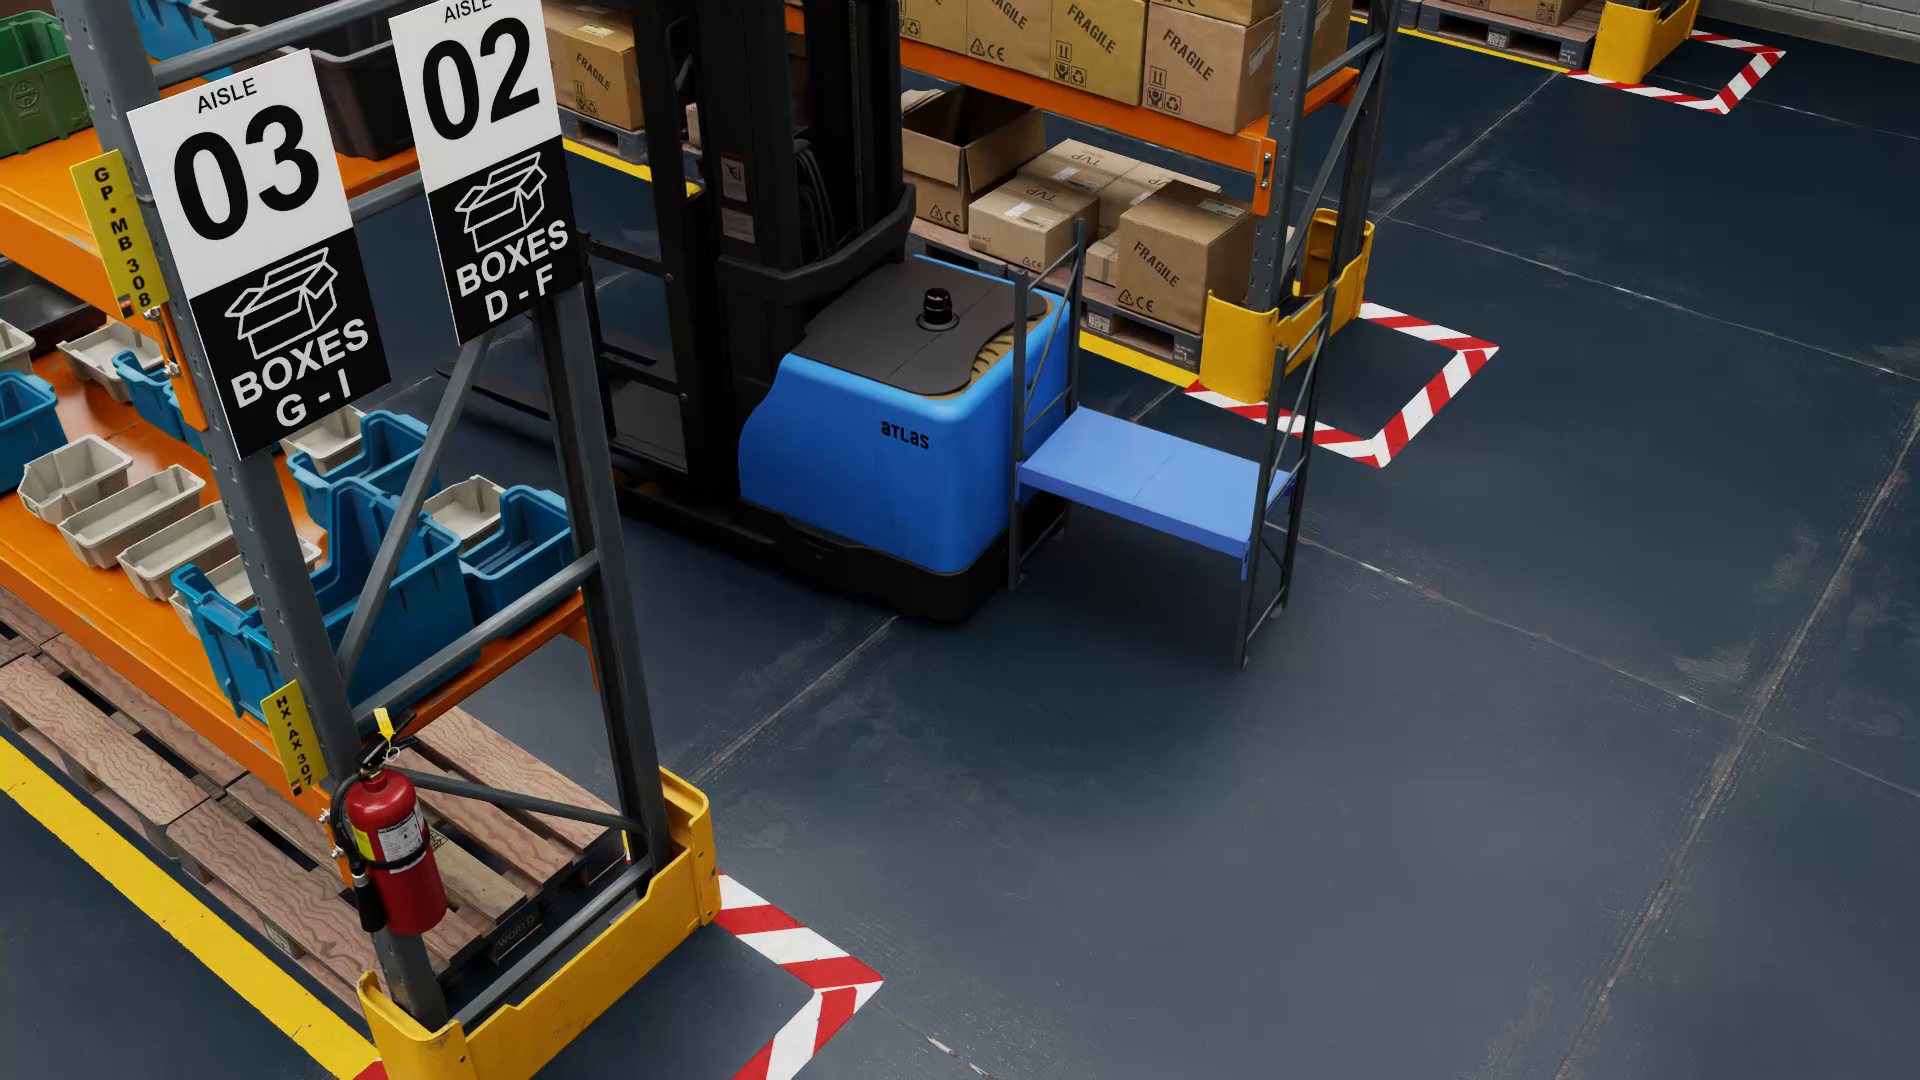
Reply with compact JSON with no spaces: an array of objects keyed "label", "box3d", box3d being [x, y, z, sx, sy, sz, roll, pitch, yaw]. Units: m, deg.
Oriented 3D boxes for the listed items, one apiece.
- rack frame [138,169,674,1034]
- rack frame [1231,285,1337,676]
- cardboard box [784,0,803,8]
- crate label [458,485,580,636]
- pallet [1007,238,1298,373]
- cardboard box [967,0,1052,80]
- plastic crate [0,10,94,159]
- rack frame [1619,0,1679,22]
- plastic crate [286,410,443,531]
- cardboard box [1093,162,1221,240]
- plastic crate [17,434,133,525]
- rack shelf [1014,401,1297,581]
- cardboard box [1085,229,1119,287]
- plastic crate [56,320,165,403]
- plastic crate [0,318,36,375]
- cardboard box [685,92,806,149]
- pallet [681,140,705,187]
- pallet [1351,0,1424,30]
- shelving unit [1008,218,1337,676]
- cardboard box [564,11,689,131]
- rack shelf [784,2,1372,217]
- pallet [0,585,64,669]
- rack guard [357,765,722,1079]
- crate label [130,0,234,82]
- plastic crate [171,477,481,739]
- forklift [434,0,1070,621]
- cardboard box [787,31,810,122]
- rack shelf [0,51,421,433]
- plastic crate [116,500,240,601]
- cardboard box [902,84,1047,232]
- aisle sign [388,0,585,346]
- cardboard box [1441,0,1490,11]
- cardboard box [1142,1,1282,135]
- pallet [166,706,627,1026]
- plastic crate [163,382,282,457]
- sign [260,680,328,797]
[{"label":"rack frame","box3d":[-1.302,0.276,4.464,0.127,3.000,1.000,25,45,29]},{"label":"rack frame","box3d":[1.215,-0.192,6.278,0.032,1.500,0.500,20,42,24]},{"label":"cardboard box","box3d":[-0.819,-3.171,8.786,0.500,0.500,0.500,26,45,29]},{"label":"crate label","box3d":[-1.298,0.065,4.821,0.303,0.233,0.416,25,45,29]},{"label":"pallet","box3d":[1.016,-1.377,8.837,1.213,0.211,1.003,25,45,29]},{"label":"cardboard box","box3d":[0.382,-2.604,8.062,0.500,0.500,0.500,26,45,29]},{"label":"plastic crate","box3d":[-2.259,-1.051,3.898,0.336,0.188,0.450,25,45,29]},{"label":"rack frame","box3d":[4.716,-4.575,10.660,0.127,3.000,1.000,25,45,29]},{"label":"plastic crate","box3d":[-1.821,-0.182,5.136,0.300,0.233,0.416,25,45,29]},{"label":"cardboard box","box3d":[1.053,-1.769,8.949,0.500,0.250,0.500,25,45,29]},{"label":"plastic crate","box3d":[-2.764,-0.170,5.200,0.250,0.136,0.298,25,45,29]},{"label":"rack shelf","box3d":[0.779,-0.211,6.594,1.000,0.185,0.538,20,42,24]},{"label":"cardboard box","box3d":[0.861,-1.485,8.654,0.250,0.166,0.380,25,45,29]},{"label":"plastic crate","box3d":[-2.914,-0.637,5.796,0.466,0.136,0.293,25,45,29]},{"label":"plastic crate","box3d":[-3.379,-0.537,5.550,0.530,0.282,0.437,25,45,29]},{"label":"cardboard box","box3d":[-1.265,-2.498,9.831,0.500,0.311,0.500,25,45,29]},{"label":"pallet","box3d":[-0.922,-2.290,10.004,1.213,0.211,1.003,25,45,29]},{"label":"pallet","box3d":[3.069,-4.195,12.438,1.213,0.211,1.003,25,45,29]},{"label":"shelving unit","box3d":[0.779,-0.352,6.483,1.048,1.500,0.538,20,42,24]},{"label":"cardboard box","box3d":[-2.033,-2.880,10.166,0.500,0.500,0.500,25,44,28]},{"label":"rack shelf","box3d":[0.121,-2.614,8.739,4.000,0.370,1.077,25,45,29]},{"label":"pallet","box3d":[-3.872,0.132,6.910,1.213,0.211,1.003,25,45,29]},{"label":"rack guard","box3d":[-1.275,1.263,5.232,0.348,0.500,1.175,25,45,29]},{"label":"crate label","box3d":[-1.839,-1.350,4.229,0.502,0.251,0.408,25,45,29]},{"label":"plastic crate","box3d":[-1.682,0.204,4.478,0.499,0.435,0.616,25,45,29]},{"label":"forklift","box3d":[-1.046,-1.501,6.790,3.031,2.935,1.130,20,42,24]},{"label":"cardboard box","box3d":[-0.842,-2.761,10.014,0.500,0.500,0.500,25,45,29]},{"label":"rack shelf","box3d":[-2.891,-1.371,4.718,4.000,0.370,1.077,25,45,29]},{"label":"plastic crate","box3d":[-2.281,0.024,4.952,0.243,0.136,0.396,25,45,29]},{"label":"cardboard box","box3d":[0.028,-2.135,9.212,0.637,0.503,0.797,25,45,29]},{"label":"aisle sign","box3d":[-1.065,-0.866,3.814,0.004,0.787,0.394,25,45,29]},{"label":"cardboard box","box3d":[3.702,-4.157,11.813,0.500,0.500,0.700,25,45,28]},{"label":"cardboard box","box3d":[1.189,-2.222,7.574,0.500,0.500,0.500,27,45,30]},{"label":"pallet","box3d":[-1.934,1.046,5.743,1.213,0.211,1.003,25,45,29]},{"label":"plastic crate","box3d":[-2.344,-0.429,5.451,0.300,0.233,0.416,25,45,29]},{"label":"sign","box3d":[-1.624,0.487,4.062,0.005,0.325,0.100,25,45,29]}]
